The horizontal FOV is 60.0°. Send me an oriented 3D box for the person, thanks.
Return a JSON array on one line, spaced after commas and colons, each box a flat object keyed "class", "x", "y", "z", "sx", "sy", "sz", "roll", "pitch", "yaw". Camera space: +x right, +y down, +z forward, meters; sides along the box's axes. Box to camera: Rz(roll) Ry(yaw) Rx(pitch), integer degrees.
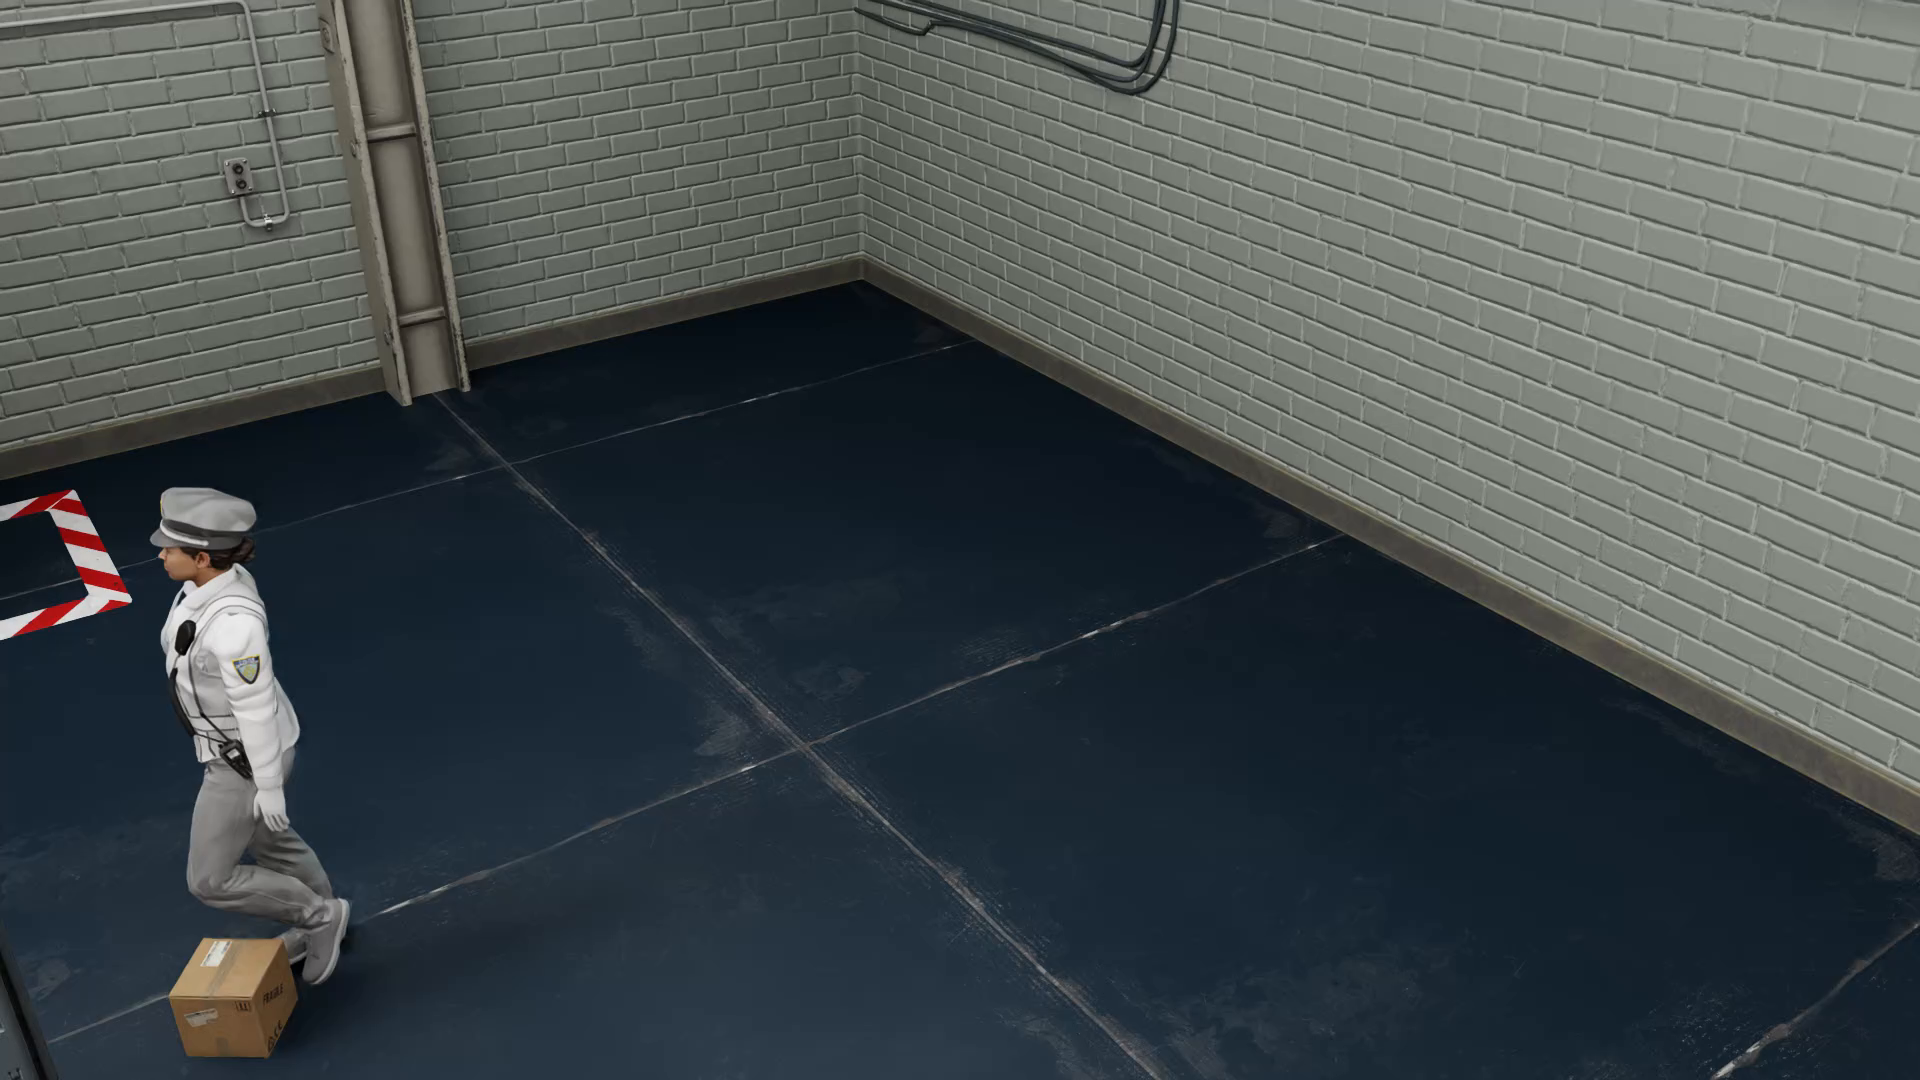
[{"class": "person", "x": -2.142, "y": 0.619, "z": 4.911, "sx": 0.417, "sy": 1.689, "sz": 0.516, "roll": -14, "pitch": 32, "yaw": -23}]
